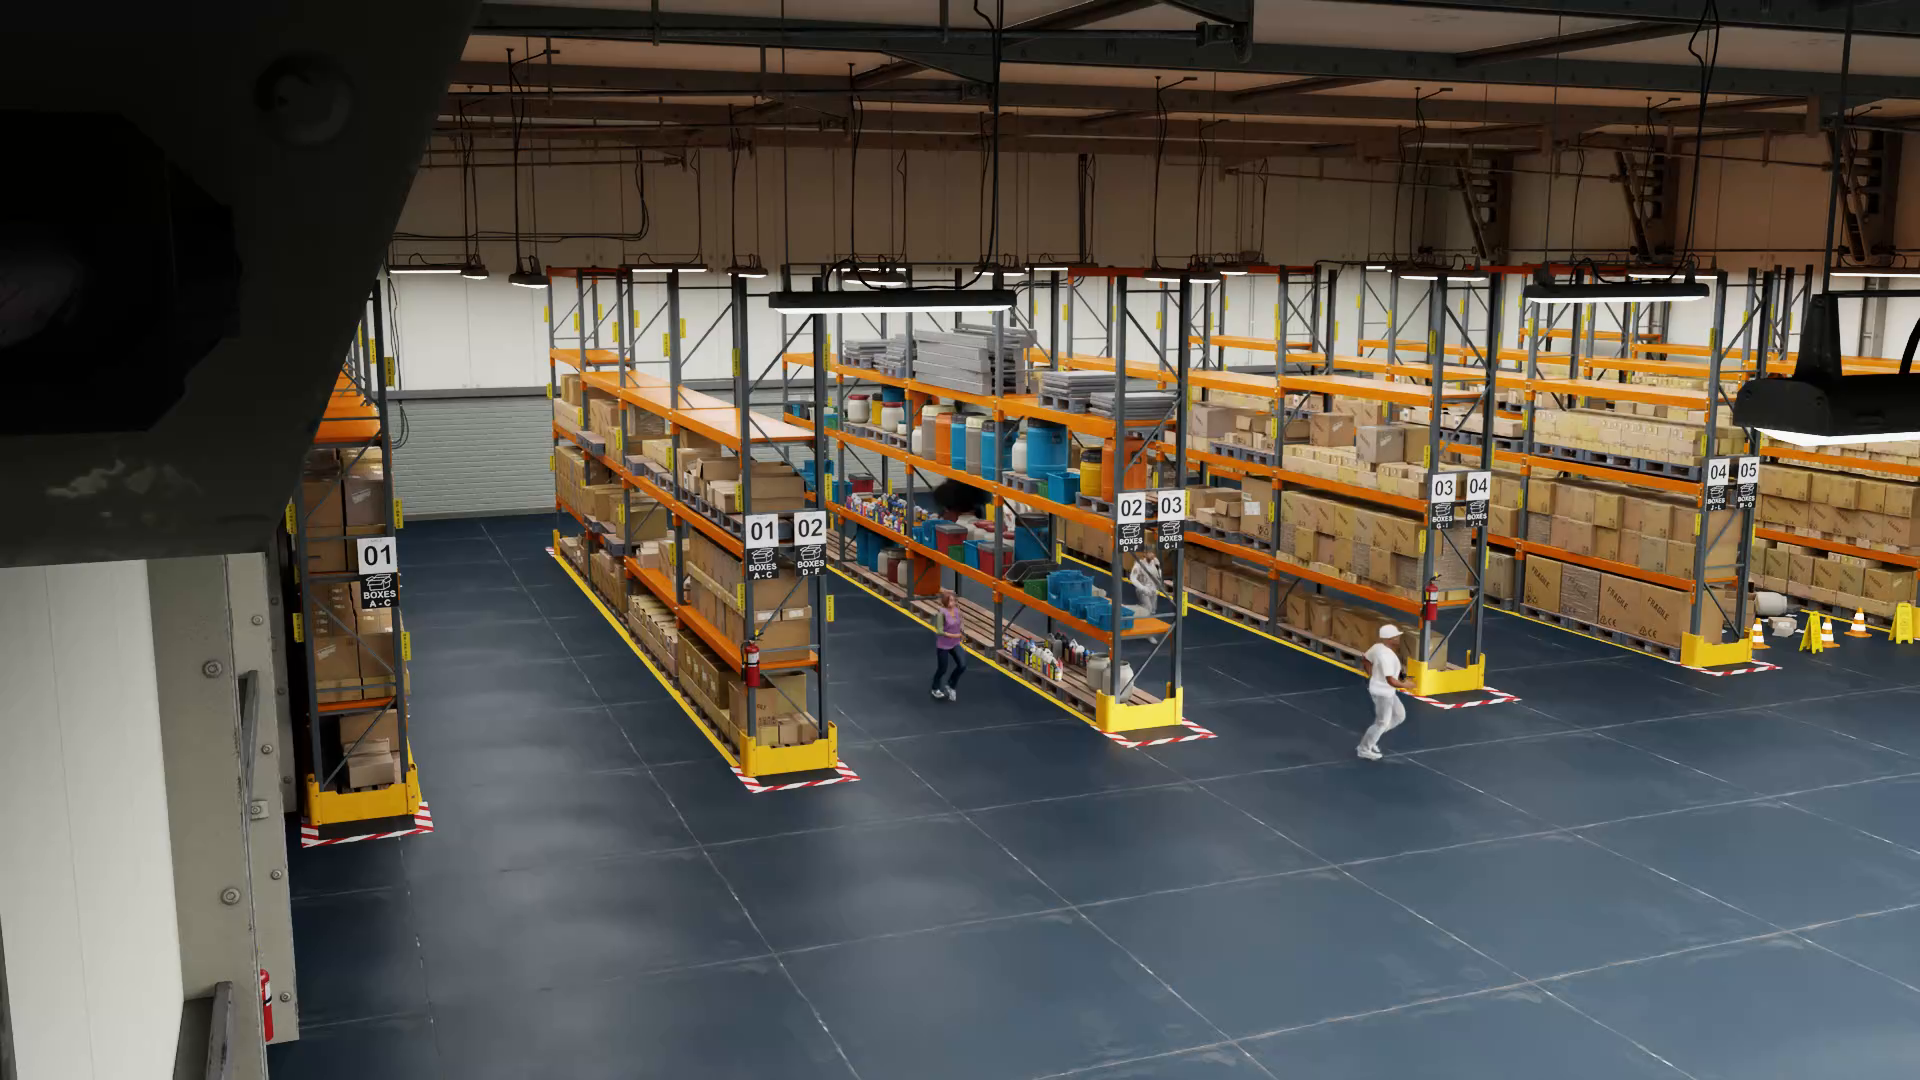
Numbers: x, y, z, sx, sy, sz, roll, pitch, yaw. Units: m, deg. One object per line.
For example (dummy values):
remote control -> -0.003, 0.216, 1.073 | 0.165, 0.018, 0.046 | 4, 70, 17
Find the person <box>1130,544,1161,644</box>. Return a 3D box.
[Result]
person -> 3.011, 0.849, 27.203 | 0.642, 1.660, 0.698 | -6, 11, -30

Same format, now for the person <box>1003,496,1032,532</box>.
person -> 1.138, -0.434, 34.156 | 0.710, 1.756, 0.709 | -3, 10, -17

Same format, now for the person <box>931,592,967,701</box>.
person -> -0.150, 1.504, 23.418 | 0.497, 1.585, 0.732 | -8, 13, -38

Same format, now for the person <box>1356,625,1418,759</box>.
person -> 5.337, 1.892, 20.767 | 0.700, 1.716, 0.682 | 1, 10, 7
